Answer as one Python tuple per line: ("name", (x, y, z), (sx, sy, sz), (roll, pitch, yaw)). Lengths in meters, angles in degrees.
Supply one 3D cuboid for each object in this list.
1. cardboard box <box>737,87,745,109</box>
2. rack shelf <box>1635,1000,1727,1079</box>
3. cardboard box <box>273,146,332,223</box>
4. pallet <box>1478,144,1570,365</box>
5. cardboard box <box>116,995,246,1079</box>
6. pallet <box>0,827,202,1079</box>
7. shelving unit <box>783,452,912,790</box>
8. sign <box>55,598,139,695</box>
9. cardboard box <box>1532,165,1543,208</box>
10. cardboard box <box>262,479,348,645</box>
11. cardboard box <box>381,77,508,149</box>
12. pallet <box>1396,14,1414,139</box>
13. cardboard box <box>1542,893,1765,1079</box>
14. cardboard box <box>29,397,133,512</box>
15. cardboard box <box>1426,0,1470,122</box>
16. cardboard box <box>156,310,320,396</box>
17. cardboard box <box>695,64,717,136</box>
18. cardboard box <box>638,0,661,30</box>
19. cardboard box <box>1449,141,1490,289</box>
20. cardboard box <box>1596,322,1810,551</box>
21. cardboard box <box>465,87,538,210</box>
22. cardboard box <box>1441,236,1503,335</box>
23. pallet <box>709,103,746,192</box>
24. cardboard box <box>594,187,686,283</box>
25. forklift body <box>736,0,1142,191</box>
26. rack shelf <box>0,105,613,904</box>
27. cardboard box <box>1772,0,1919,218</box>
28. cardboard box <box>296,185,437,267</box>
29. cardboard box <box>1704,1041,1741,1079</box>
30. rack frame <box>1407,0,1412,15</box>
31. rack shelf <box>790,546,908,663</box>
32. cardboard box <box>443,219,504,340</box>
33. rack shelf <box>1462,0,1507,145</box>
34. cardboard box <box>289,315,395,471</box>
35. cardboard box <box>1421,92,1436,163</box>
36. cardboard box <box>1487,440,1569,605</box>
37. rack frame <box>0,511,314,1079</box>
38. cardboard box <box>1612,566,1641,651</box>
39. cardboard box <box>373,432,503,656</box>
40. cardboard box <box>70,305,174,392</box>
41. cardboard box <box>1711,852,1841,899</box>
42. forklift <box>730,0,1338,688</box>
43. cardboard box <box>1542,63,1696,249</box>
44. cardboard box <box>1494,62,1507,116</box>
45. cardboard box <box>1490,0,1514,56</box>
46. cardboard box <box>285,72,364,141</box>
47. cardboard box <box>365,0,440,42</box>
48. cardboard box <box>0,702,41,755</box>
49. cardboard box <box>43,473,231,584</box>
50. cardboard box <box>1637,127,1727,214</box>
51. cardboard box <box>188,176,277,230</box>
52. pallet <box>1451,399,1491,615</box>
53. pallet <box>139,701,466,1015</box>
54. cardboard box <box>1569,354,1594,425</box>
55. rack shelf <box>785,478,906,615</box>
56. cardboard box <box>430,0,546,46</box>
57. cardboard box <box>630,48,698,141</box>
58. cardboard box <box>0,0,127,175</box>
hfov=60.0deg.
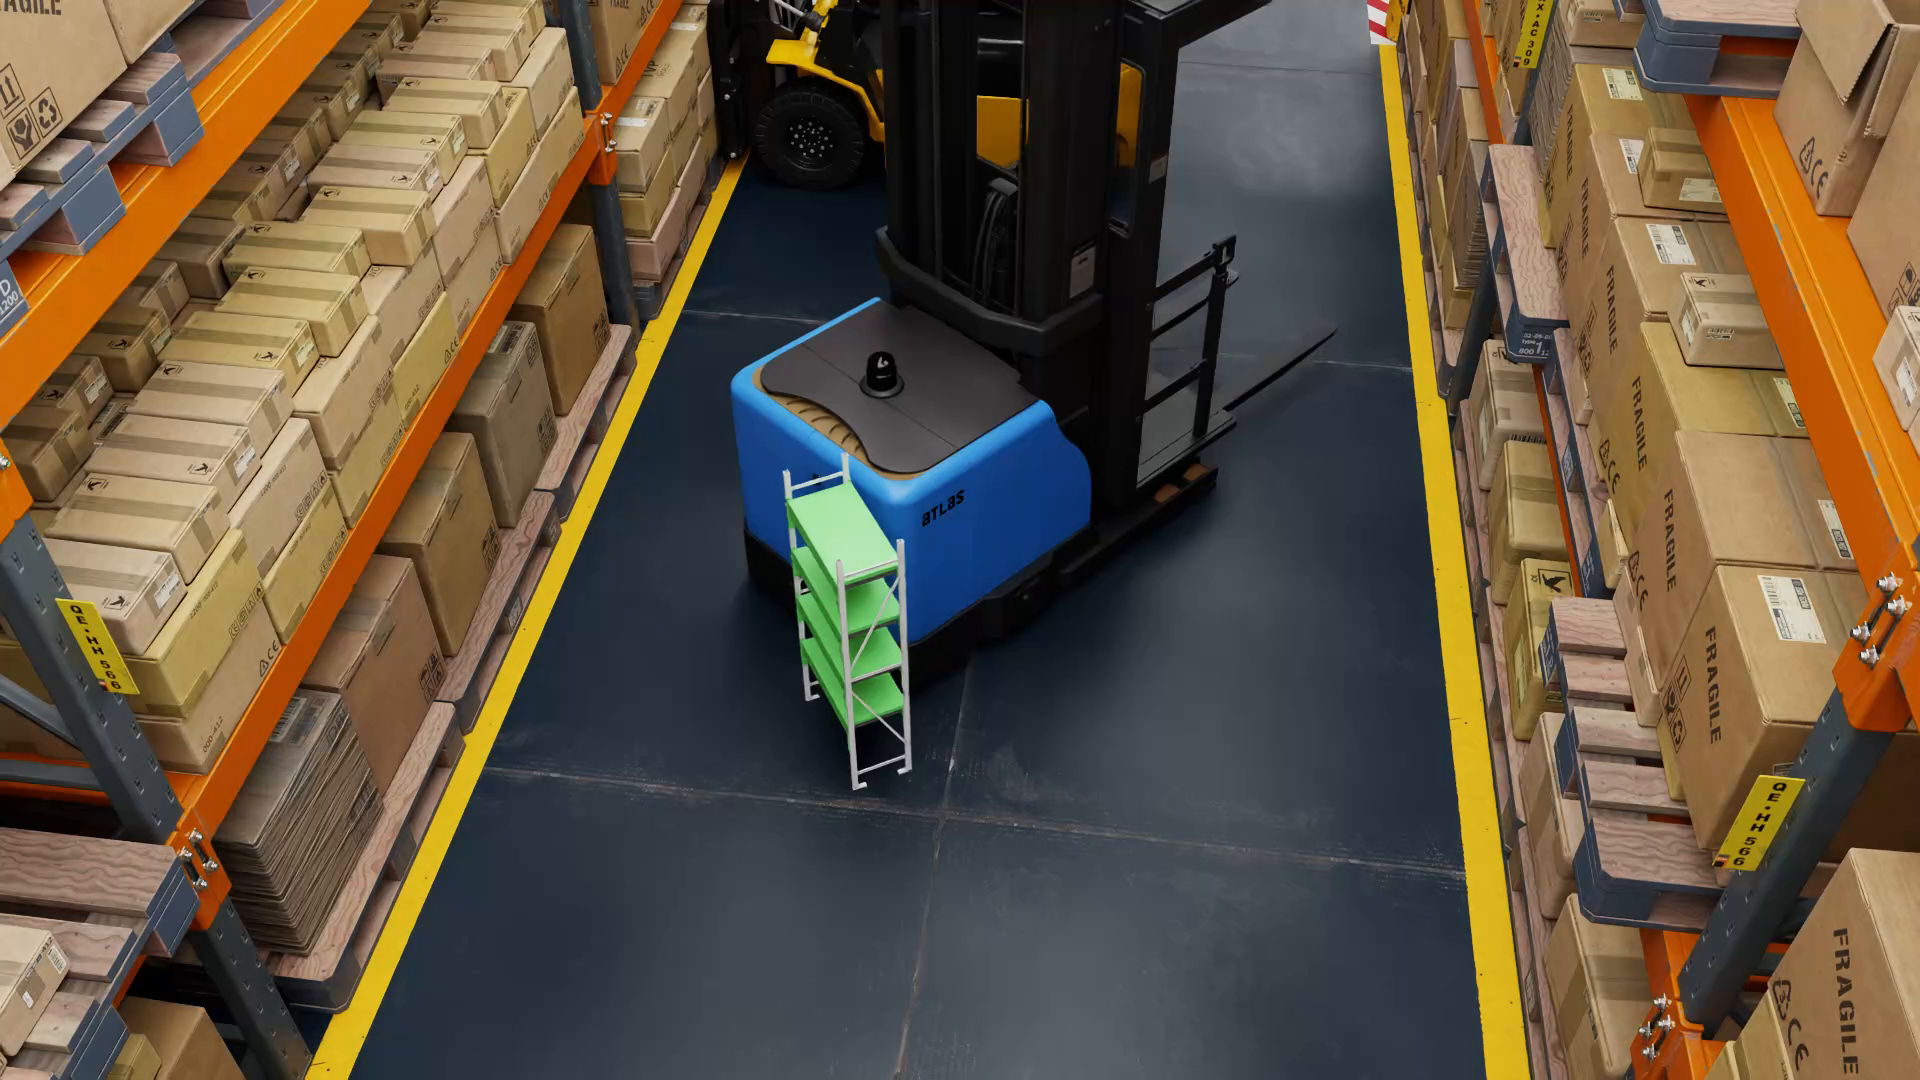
("cardboard box", (-1.518, -2.613, 9.544), (0.500, 0.250, 0.500), (7, 44, 7))
("rack shelf", (2.026, 2.683, 2.780), (1.077, 0.370, 4.000), (5, 44, 6))
("cardboard box", (-2.578, -1.230, 6.135), (0.500, 0.250, 0.500), (4, 44, 5))
("pallet", (2.574, -1.090, 6.381), (1.003, 0.211, 1.213), (5, 44, 6))
("cardboard box", (-2.473, 1.673, 4.836), (0.500, 0.500, 0.500), (6, 44, 7))
("pallet", (-2.650, 1.148, 4.017), (1.213, 0.211, 1.003), (5, 44, 6))
("shelving unit", (-0.400, 0.318, 6.063), (0.258, 1.200, 0.503), (-18, 46, -18))
("sign", (-2.091, 0.261, 4.030), (0.100, 0.325, 0.005), (5, 44, 6))
("cardboard box", (2.433, -1.380, 6.426), (0.380, 0.149, 0.250), (6, 44, 6))
("cardboard box", (-2.258, 0.042, 5.155), (0.500, 0.250, 0.500), (4, 44, 5))
("cardboard box", (-1.930, -1.604, 6.240), (0.380, 0.149, 0.250), (4, 44, 4))
("pallet", (3.196, -2.778, 10.053), (1.003, 0.211, 1.213), (5, 44, 6))
("cardboard box", (2.375, 1.476, 5.137), (0.950, 0.372, 0.625), (3, 43, 3))
("cardboard box", (-2.780, -0.197, 5.044), (0.500, 0.250, 0.500), (6, 44, 6))
("cardboard box", (2.826, -2.581, 8.965), (0.500, 0.500, 0.500), (6, 44, 6))
("cardboard box", (-2.228, -0.565, 5.143), (0.380, 0.149, 0.250), (6, 44, 6))
("cardboard box", (-1.589, -2.438, 8.996), (0.500, 0.250, 0.500), (5, 44, 5))
("cardboard box", (-1.731, -2.787, 7.962), (0.500, 0.500, 0.500), (6, 44, 6))
("cardboard box", (2.632, -1.521, 7.846), (0.500, 0.500, 0.500), (5, 44, 5))
("cardboard box", (2.198, -0.270, 4.782), (0.500, 0.500, 0.500), (3, 43, 3))
("cardboard box", (-1.973, -1.534, 6.456), (0.500, 0.250, 0.500), (4, 44, 4))
("cardboard box", (2.631, -1.249, 8.104), (0.500, 0.250, 0.500), (7, 44, 7))
("pallet", (-1.796, -2.475, 9.733), (1.003, 0.211, 1.213), (5, 44, 6))
("cardboard box", (-1.709, -1.569, 8.442), (0.500, 0.250, 0.500), (6, 44, 6))
("forklift body", (-0.015, -3.076, 8.956), (2.313, 2.155, 1.214), (5, 44, 6))
("rack shelf", (-2.365, -0.492, 6.133), (1.077, 0.370, 4.000), (5, 44, 6))
("cardboard box", (2.464, -1.110, 4.006), (0.797, 0.503, 0.637), (5, 44, 6))
("cardboard box", (-2.024, -1.073, 5.680), (0.380, 0.149, 0.250), (4, 44, 4))
("cardboard box", (1.977, 1.424, 3.696), (0.500, 0.250, 0.500), (5, 44, 5))
("rack frame", (3.348, -4.393, 9.730), (1.000, 3.000, 0.127), (5, 44, 6))
("rack shelf", (-0.400, 0.191, 5.942), (0.258, 0.148, 0.480), (-18, 46, -18))
("cardboard box", (-2.065, -1.015, 6.272), (0.500, 0.250, 0.500), (5, 44, 6))
("rack shelf", (3.084, -2.769, 8.538), (1.077, 0.370, 4.000), (5, 44, 6))
("cardboard box", (-2.175, -0.493, 5.357), (0.500, 0.250, 0.500), (4, 44, 4))
("cardboard box", (2.833, -2.302, 9.217), (0.500, 0.250, 0.500), (8, 44, 8))
("cardboard box", (2.661, -0.018, 6.715), (0.950, 0.372, 0.625), (8, 44, 8))
("rack frame", (-2.630, 0.610, 4.446), (1.000, 3.000, 0.127), (5, 44, 6))
("cardboard box", (2.095, 0.217, 4.739), (0.380, 0.149, 0.250), (3, 44, 4))
("cardboard box", (-2.366, -0.009, 6.521), (0.875, 0.625, 0.625), (4, 44, 4))
("cardboard box", (-2.694, -0.606, 5.186), (0.380, 0.149, 0.250), (5, 44, 5))
("cardboard box", (2.101, 0.753, 4.173), (0.380, 0.149, 0.250), (7, 44, 7))
("forklift", (0.509, -1.380, 6.598), (3.031, 2.935, 1.130), (-34, 53, -30))
("cardboard box", (2.408, -1.329, 5.900), (0.500, 0.500, 0.500), (5, 44, 6))
("cardboard box", (2.586, -1.993, 7.378), (0.380, 0.149, 0.250), (6, 44, 6))
("cardboard box", (2.693, -2.488, 7.429), (0.500, 0.500, 0.500), (7, 44, 7))
("cardboard box", (-2.495, -1.643, 6.282), (0.380, 0.149, 0.250), (5, 44, 5))
("cardboard box", (-2.360, -2.168, 6.835), (0.380, 0.149, 0.250), (4, 44, 5))
("cardboard box", (-2.824, 0.335, 4.846), (0.500, 0.250, 0.500), (4, 44, 5))
("cardboard box", (-2.262, -0.034, 4.582), (0.380, 0.149, 0.250), (6, 44, 6))
("cardboard box", (2.365, -1.161, 5.251), (0.380, 0.149, 0.250), (8, 44, 8))
("cardboard box", (-2.608, -1.133, 5.742), (0.380, 0.149, 0.250), (6, 44, 6))
("pallet", (2.718, -0.124, 7.249), (1.003, 0.211, 1.213), (5, 44, 6))
("pallet", (-2.482, 1.065, 5.994), (1.003, 0.211, 1.213), (5, 44, 6))
("cardboard box", (2.233, -0.495, 5.490), (0.380, 0.149, 0.250), (7, 44, 7))
("rack shelf", (-0.401, 0.016, 5.777), (0.258, 0.148, 0.480), (-18, 46, -18))
("cardboard box", (-1.926, -2.135, 6.801), (0.380, 0.149, 0.250), (7, 44, 7))
("cardboard box", (-1.648, -2.282, 8.467), (0.500, 0.250, 0.500), (5, 44, 6))
("cardboard box", (-2.293, -1.176, 3.700), (0.500, 0.500, 0.500), (6, 44, 6))
